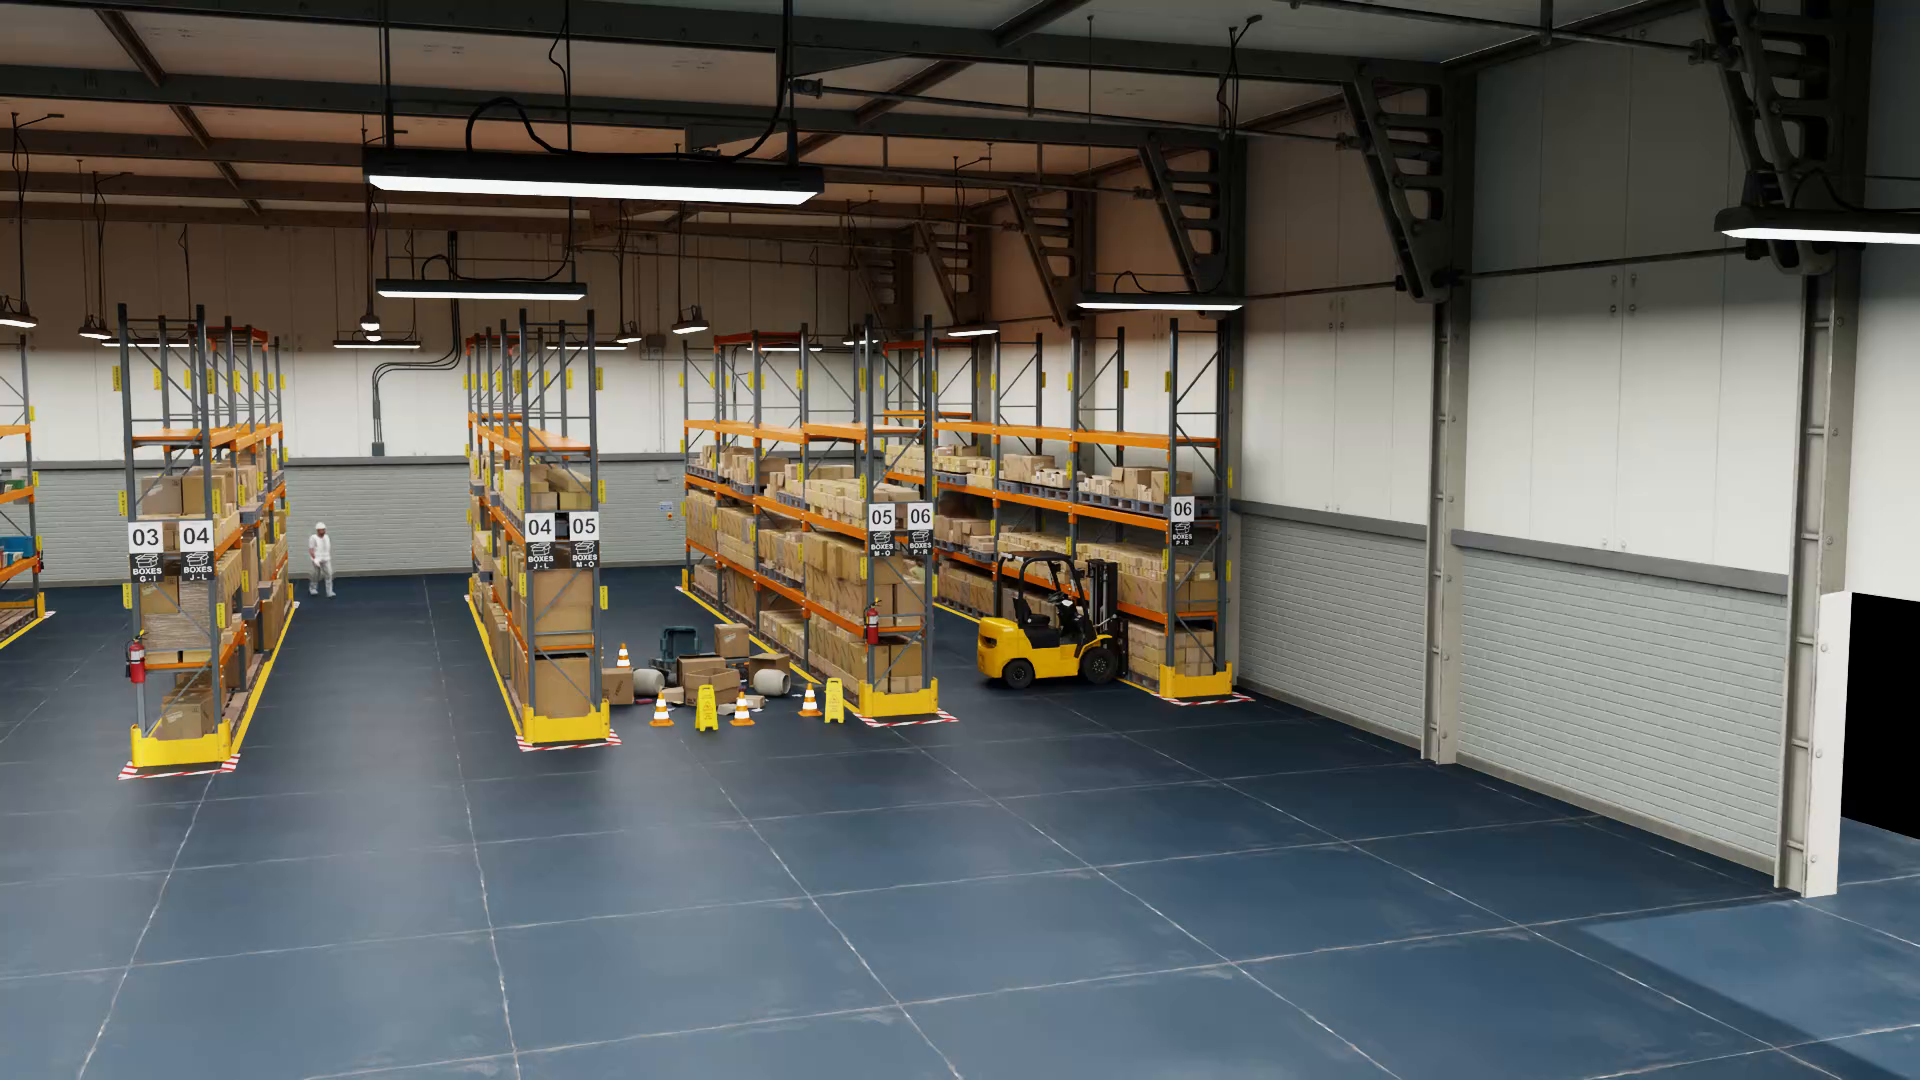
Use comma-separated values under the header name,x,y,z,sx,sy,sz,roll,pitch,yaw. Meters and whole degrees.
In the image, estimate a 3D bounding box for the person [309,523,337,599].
name,x,y,z,sx,sy,sz,roll,pitch,yaw
person,-14.854,0.477,38.635,0.531,1.748,1.033,-4,7,-39

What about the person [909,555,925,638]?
name,x,y,z,sx,sy,sz,roll,pitch,yaw
person,-0.802,1.091,32.437,0.435,1.693,0.676,-3,6,-25
